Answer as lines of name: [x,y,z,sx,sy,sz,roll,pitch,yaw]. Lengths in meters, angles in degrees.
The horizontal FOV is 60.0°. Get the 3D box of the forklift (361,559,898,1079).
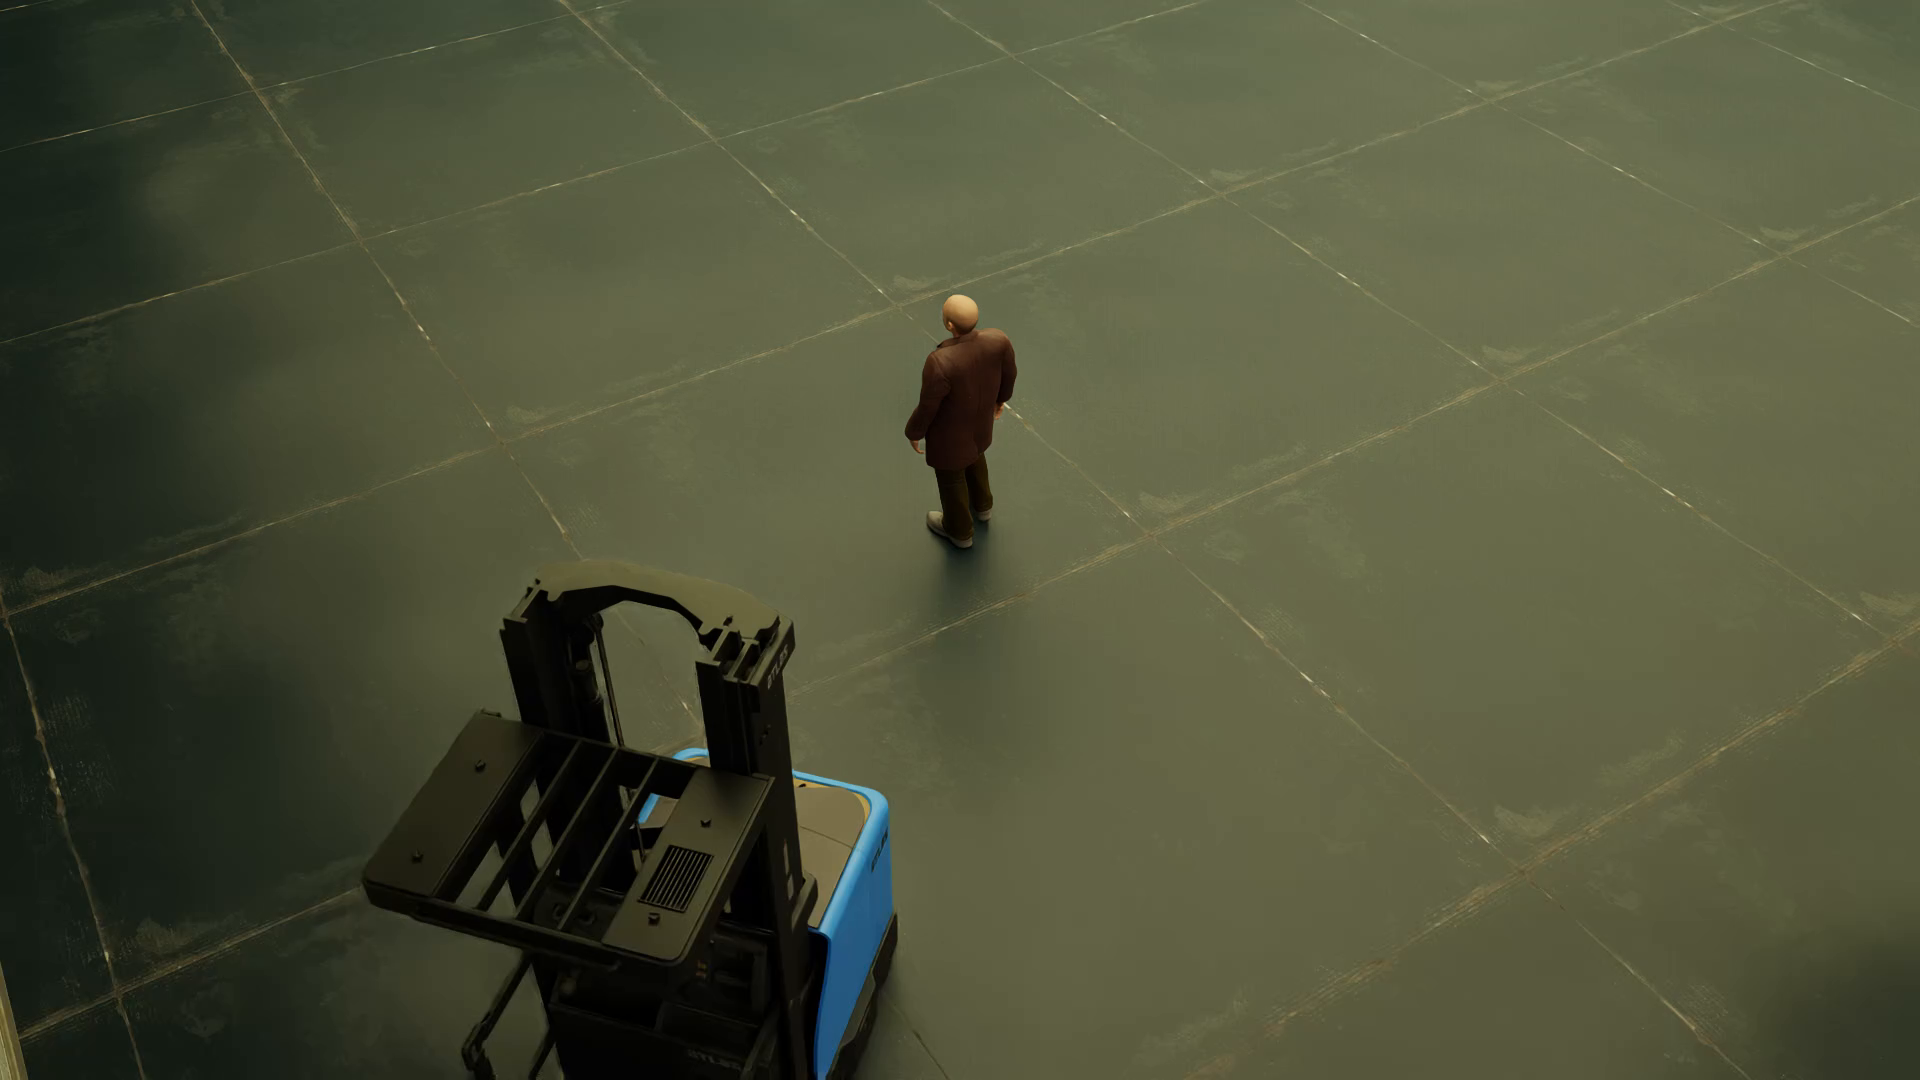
forklift: [-1.209,1.637,5.998,1.130,2.935,3.031,11,42,13]

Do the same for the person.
person: [-0.047,-0.727,9.569,0.698,1.777,0.580,-23,46,-24]
